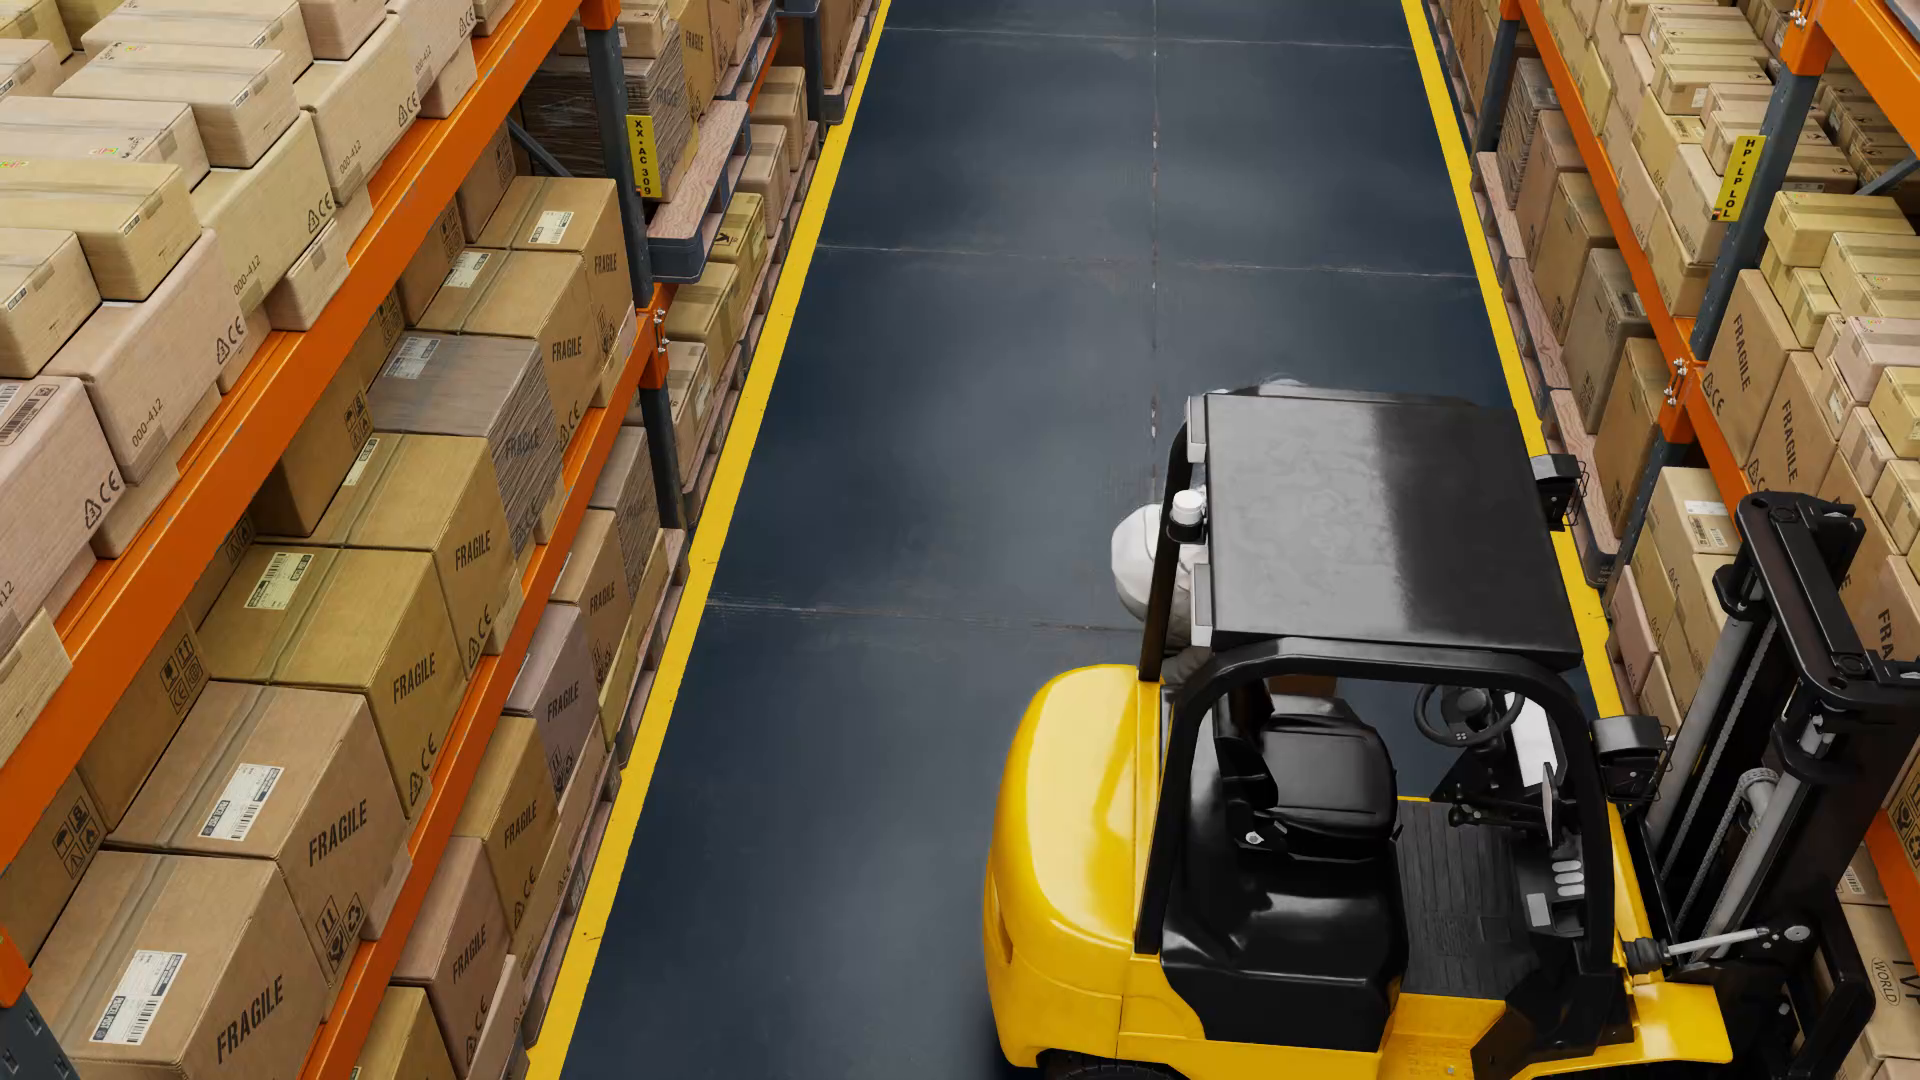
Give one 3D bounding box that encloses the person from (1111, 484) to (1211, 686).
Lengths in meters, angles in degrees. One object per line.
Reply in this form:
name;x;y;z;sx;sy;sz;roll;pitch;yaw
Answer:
person;0.990;0.137;6.487;0.810;1.034;0.532;3;40;4
